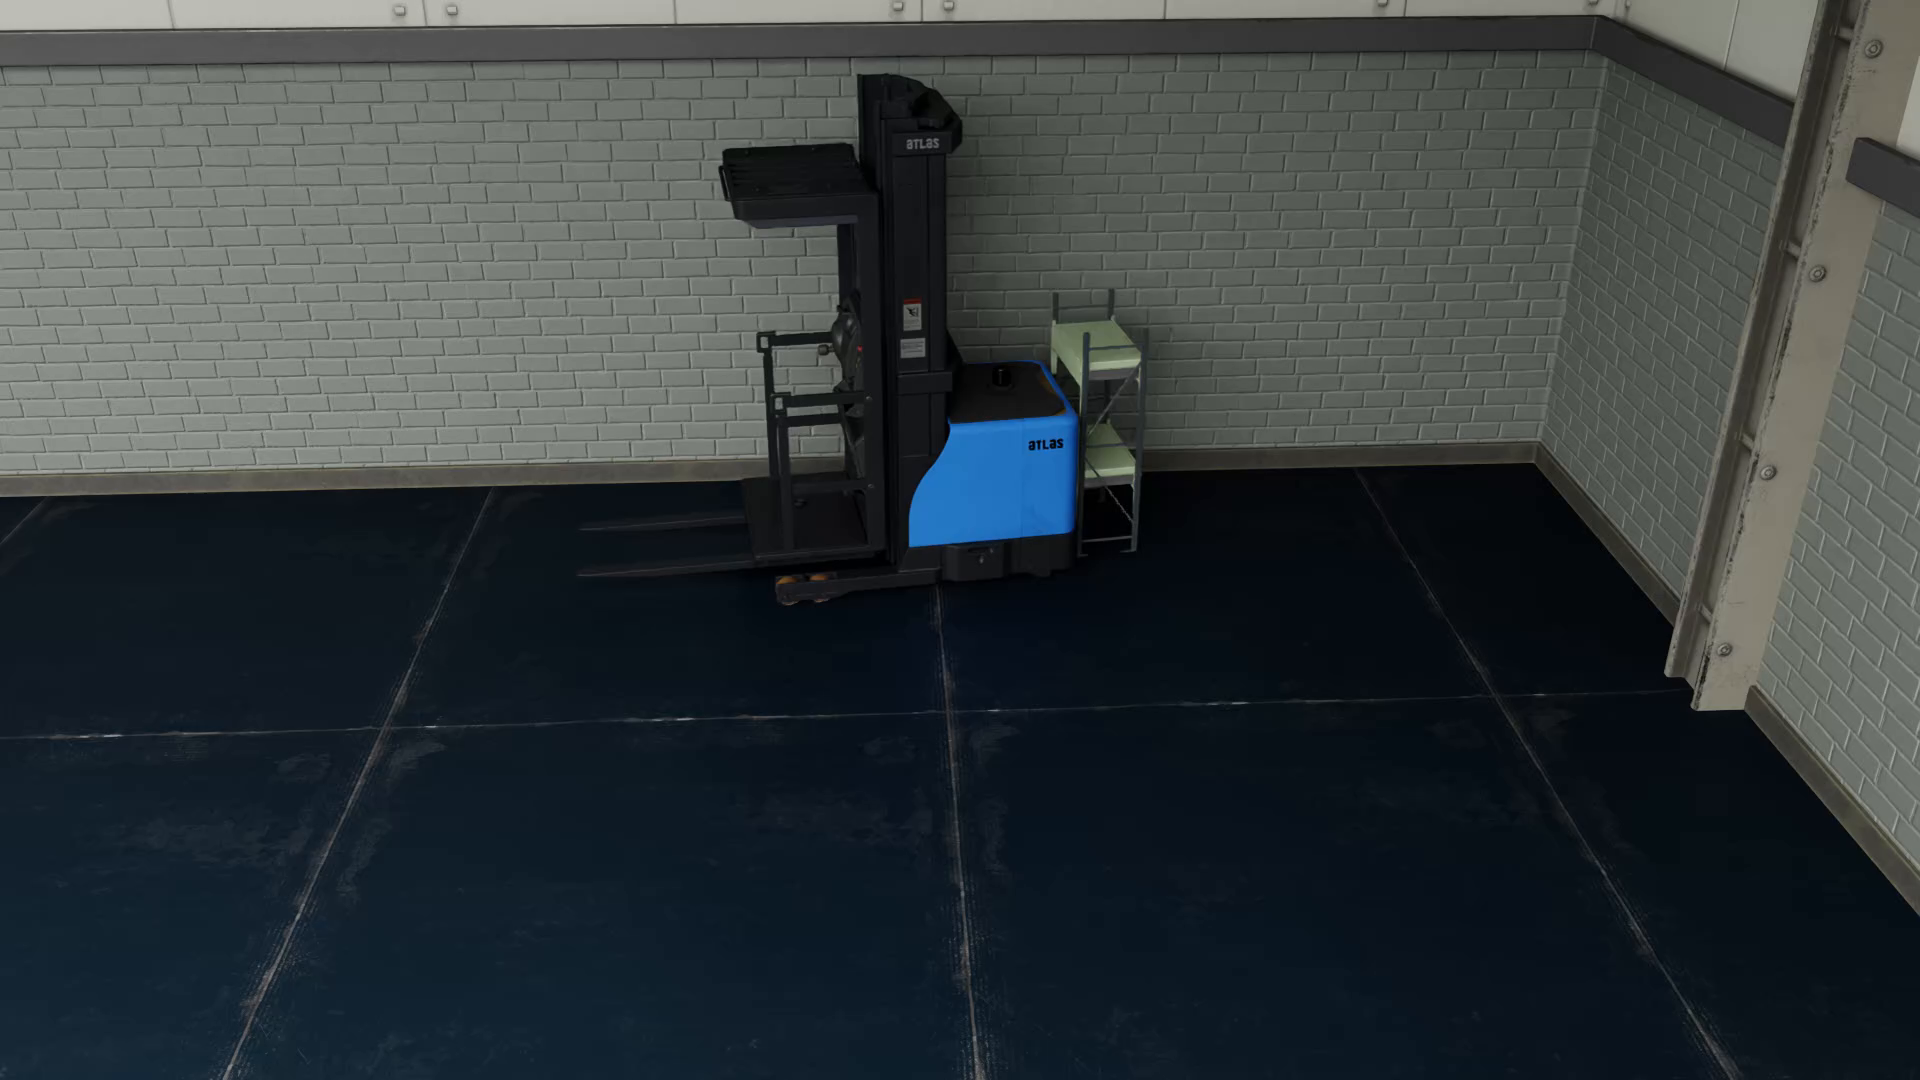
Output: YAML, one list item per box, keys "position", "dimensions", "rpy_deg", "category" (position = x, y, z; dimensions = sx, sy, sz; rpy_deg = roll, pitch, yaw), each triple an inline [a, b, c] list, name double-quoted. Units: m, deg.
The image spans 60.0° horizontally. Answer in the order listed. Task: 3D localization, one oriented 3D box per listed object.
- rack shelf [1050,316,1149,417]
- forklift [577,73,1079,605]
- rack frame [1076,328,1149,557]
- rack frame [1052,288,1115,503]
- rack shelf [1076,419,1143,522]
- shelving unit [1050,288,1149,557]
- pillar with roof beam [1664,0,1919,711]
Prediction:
- position: [0.858, -1.091, 10.377]
  dimensions: [0.431, 0.370, 0.720]
  rpy_deg: [-5, 28, -10]
  category: "rack shelf"
- position: [-0.845, -1.174, 9.831]
  dimensions: [3.031, 2.935, 1.130]
  rpy_deg: [-5, 28, -9]
  category: "forklift"
- position: [0.931, -0.580, 10.239]
  dimensions: [0.400, 1.500, 0.023]
  rpy_deg: [-5, 28, -10]
  category: "rack frame"
- position: [0.785, -0.911, 10.875]
  dimensions: [0.400, 1.500, 0.023]
  rpy_deg: [-5, 28, -10]
  category: "rack frame"
- position: [0.858, -0.456, 10.708]
  dimensions: [0.431, 0.370, 0.720]
  rpy_deg: [-5, 28, -10]
  category: "rack shelf"
- position: [0.858, -0.745, 10.557]
  dimensions: [0.431, 1.500, 0.755]
  rpy_deg: [-5, 28, -10]
  category: "shelving unit"
- position: [-0.188, -3.059, 6.885]
  dimensions: [9.100, 9.000, 0.400]
  rpy_deg: [-1, 28, -3]
  category: "pillar with roof beam"
